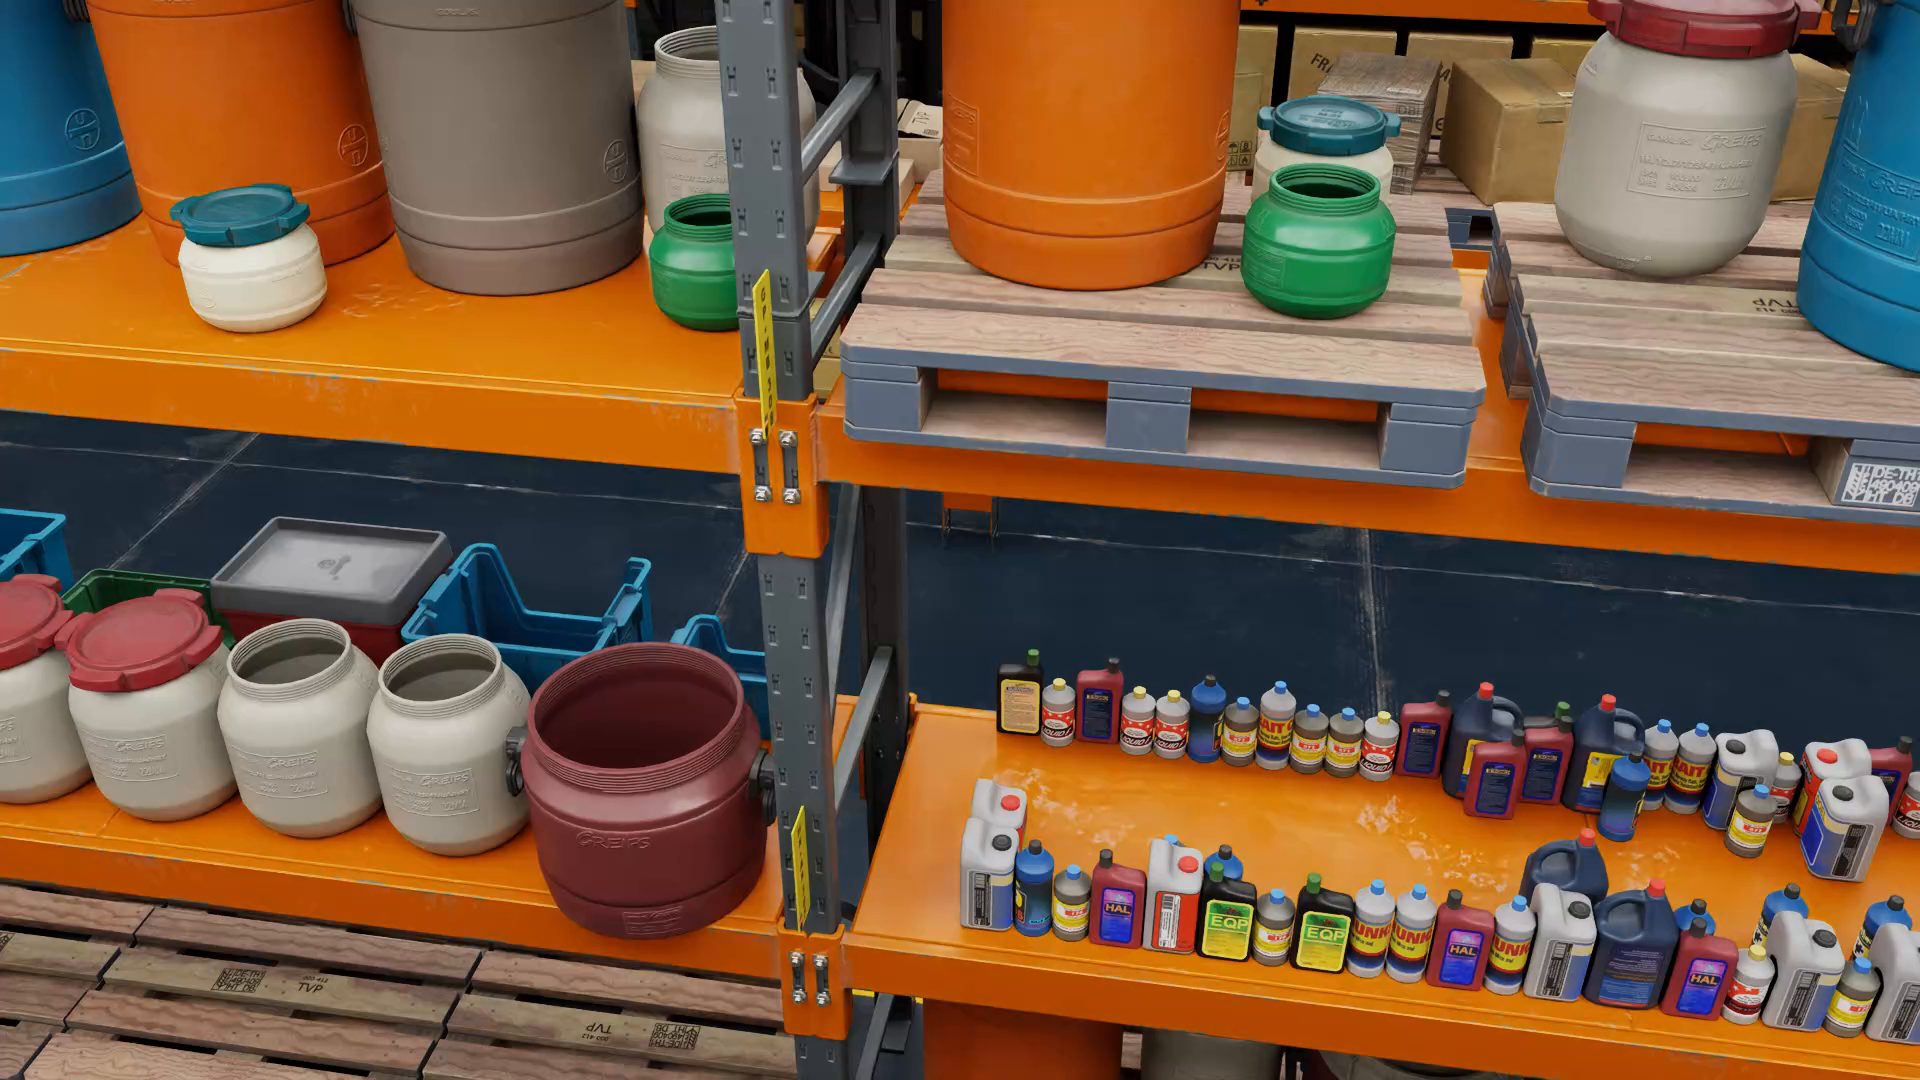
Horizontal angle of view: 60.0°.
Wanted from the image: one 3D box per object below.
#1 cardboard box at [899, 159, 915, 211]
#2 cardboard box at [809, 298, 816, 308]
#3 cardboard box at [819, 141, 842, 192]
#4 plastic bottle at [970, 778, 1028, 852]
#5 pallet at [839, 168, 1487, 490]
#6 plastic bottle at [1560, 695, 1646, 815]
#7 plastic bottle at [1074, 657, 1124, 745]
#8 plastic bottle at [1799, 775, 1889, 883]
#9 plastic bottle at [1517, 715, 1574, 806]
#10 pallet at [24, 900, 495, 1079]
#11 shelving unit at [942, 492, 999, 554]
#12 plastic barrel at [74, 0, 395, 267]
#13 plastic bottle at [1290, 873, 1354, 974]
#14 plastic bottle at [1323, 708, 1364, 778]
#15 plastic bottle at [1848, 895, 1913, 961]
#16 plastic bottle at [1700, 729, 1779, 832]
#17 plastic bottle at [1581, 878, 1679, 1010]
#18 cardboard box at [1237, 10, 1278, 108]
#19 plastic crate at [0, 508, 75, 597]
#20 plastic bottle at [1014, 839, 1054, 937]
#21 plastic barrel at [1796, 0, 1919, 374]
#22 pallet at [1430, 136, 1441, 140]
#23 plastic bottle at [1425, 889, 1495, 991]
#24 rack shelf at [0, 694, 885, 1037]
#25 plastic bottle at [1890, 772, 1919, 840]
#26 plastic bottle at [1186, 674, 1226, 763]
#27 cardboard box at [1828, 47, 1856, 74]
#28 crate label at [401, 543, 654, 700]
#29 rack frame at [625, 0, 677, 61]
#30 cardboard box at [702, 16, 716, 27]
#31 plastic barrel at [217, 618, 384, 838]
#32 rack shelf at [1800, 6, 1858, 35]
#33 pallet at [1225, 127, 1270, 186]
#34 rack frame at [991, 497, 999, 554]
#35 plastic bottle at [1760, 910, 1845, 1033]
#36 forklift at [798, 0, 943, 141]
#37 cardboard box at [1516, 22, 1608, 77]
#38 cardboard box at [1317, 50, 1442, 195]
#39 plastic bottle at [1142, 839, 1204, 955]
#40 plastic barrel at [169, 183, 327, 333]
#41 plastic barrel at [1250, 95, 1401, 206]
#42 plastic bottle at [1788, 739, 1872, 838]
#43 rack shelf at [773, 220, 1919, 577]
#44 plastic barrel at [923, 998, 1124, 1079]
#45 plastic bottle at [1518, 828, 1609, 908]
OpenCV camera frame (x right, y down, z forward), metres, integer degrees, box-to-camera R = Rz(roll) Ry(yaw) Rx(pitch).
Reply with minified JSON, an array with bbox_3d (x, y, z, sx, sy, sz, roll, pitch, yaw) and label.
[{"bbox_3d":[-0.392,-1.844,8.606,0.250,0.149,0.380,5,32,8],"label":"cardboard box"},{"bbox_3d":[-1.027,-1.273,9.123,0.500,0.311,0.500,5,32,8],"label":"cardboard box"},{"bbox_3d":[-0.726,-1.993,8.843,0.250,0.149,0.380,8,33,12],"label":"cardboard box"},{"bbox_3d":[0.101,0.756,4.332,0.135,0.276,0.152,5,32,8],"label":"plastic bottle"},{"bbox_3d":[0.441,-0.497,3.567,1.213,0.211,1.003,5,32,8],"label":"pallet"},{"bbox_3d":[1.764,0.576,4.550,0.185,0.351,0.144,5,32,8],"label":"plastic bottle"},{"bbox_3d":[0.402,0.458,4.800,0.133,0.283,0.061,5,32,8],"label":"plastic bottle"},{"bbox_3d":[2.316,0.741,4.355,0.135,0.276,0.152,5,32,8],"label":"plastic bottle"},{"bbox_3d":[1.604,0.600,4.574,0.133,0.283,0.061,5,32,8],"label":"plastic bottle"},{"bbox_3d":[-2.252,1.558,5.562,1.213,0.211,1.003,5,32,8],"label":"pallet"},{"bbox_3d":[0.053,-0.440,7.964,0.252,1.050,0.215,5,32,8],"label":"shelving unit"},{"bbox_3d":[-1.714,-1.123,3.986,0.708,0.830,0.600,5,32,8],"label":"plastic barrel"},{"bbox_3d":[0.884,0.930,4.047,0.133,0.283,0.061,5,32,8],"label":"plastic bottle"},{"bbox_3d":[1.088,0.565,4.707,0.097,0.201,0.097,0,32,0],"label":"plastic bottle"},{"bbox_3d":[2.217,0.964,4.004,0.097,0.271,0.097,0,32,0],"label":"plastic bottle"},{"bbox_3d":[2.113,0.641,4.516,0.135,0.276,0.152,5,32,8],"label":"plastic bottle"},{"bbox_3d":[1.600,0.944,3.961,0.185,0.351,0.144,5,32,8],"label":"plastic bottle"},{"bbox_3d":[2.073,-3.739,13.026,0.750,0.750,0.750,5,32,8],"label":"cardboard box"},{"bbox_3d":[-3.100,0.161,5.181,0.575,0.384,0.392,5,32,8],"label":"plastic crate"},{"bbox_3d":[0.186,0.862,4.167,0.097,0.271,0.097,0,32,0],"label":"plastic bottle"},{"bbox_3d":[1.939,-0.802,3.009,0.708,0.901,0.600,5,32,8],"label":"plastic barrel"},{"bbox_3d":[3.334,-3.204,13.170,1.213,0.211,1.003,5,32,8],"label":"pallet"},{"bbox_3d":[1.207,0.960,4.000,0.133,0.283,0.061,5,32,8],"label":"plastic bottle"},{"bbox_3d":[-2.268,0.702,4.980,4.000,0.370,1.077,5,32,8],"label":"rack shelf"},{"bbox_3d":[2.592,0.701,4.490,0.097,0.201,0.097,0,32,0],"label":"plastic bottle"},{"bbox_3d":[0.704,0.501,4.744,0.097,0.271,0.097,0,32,0],"label":"plastic bottle"},{"bbox_3d":[6.703,-3.570,12.475,0.250,0.149,0.380,4,32,7],"label":"cardboard box"},{"bbox_3d":[-1.230,0.330,4.862,0.616,0.435,0.502,5,32,8],"label":"crate label"},{"bbox_3d":[-2.572,-4.963,13.352,0.127,3.000,1.000,5,32,8],"label":"rack frame"},{"bbox_3d":[-1.844,-4.033,13.807,0.500,0.500,0.700,6,33,10],"label":"cardboard box"},{"bbox_3d":[-1.761,0.510,4.502,0.421,0.512,0.421,0,32,0],"label":"plastic barrel"},{"bbox_3d":[7.285,-3.766,12.117,4.000,0.370,1.077,5,32,8],"label":"rack shelf"},{"bbox_3d":[1.221,-1.910,8.655,1.003,0.211,1.213,5,32,8],"label":"pallet"},{"bbox_3d":[0.173,-0.429,7.946,0.008,1.050,0.200,5,32,8],"label":"rack frame"},{"bbox_3d":[1.985,1.009,3.928,0.135,0.276,0.152,5,32,8],"label":"plastic bottle"},{"bbox_3d":[-0.172,-3.161,10.538,3.031,2.935,1.130,-16,35,-23],"label":"forklift"},{"bbox_3d":[4.651,-3.506,12.654,0.750,0.750,0.750,6,32,9],"label":"cardboard box"},{"bbox_3d":[2.050,-2.057,8.218,0.500,0.500,0.700,11,34,17],"label":"cardboard box"},{"bbox_3d":[0.532,0.877,4.139,0.135,0.276,0.152,5,32,8],"label":"plastic bottle"},{"bbox_3d":[-1.589,-0.629,3.731,0.301,0.262,0.301,0,32,0],"label":"plastic barrel"},{"bbox_3d":[0.785,-0.796,3.603,0.301,0.262,0.301,0,32,0],"label":"plastic barrel"},{"bbox_3d":[2.342,0.662,4.482,0.135,0.276,0.152,5,32,8],"label":"plastic bottle"},{"bbox_3d":[1.675,-0.213,3.613,4.000,0.370,1.077,5,32,8],"label":"rack shelf"},{"bbox_3d":[0.189,1.352,4.912,0.708,0.830,0.600,5,32,8],"label":"plastic barrel"},{"bbox_3d":[1.493,0.853,4.107,0.185,0.351,0.144,5,32,8],"label":"plastic bottle"}]
